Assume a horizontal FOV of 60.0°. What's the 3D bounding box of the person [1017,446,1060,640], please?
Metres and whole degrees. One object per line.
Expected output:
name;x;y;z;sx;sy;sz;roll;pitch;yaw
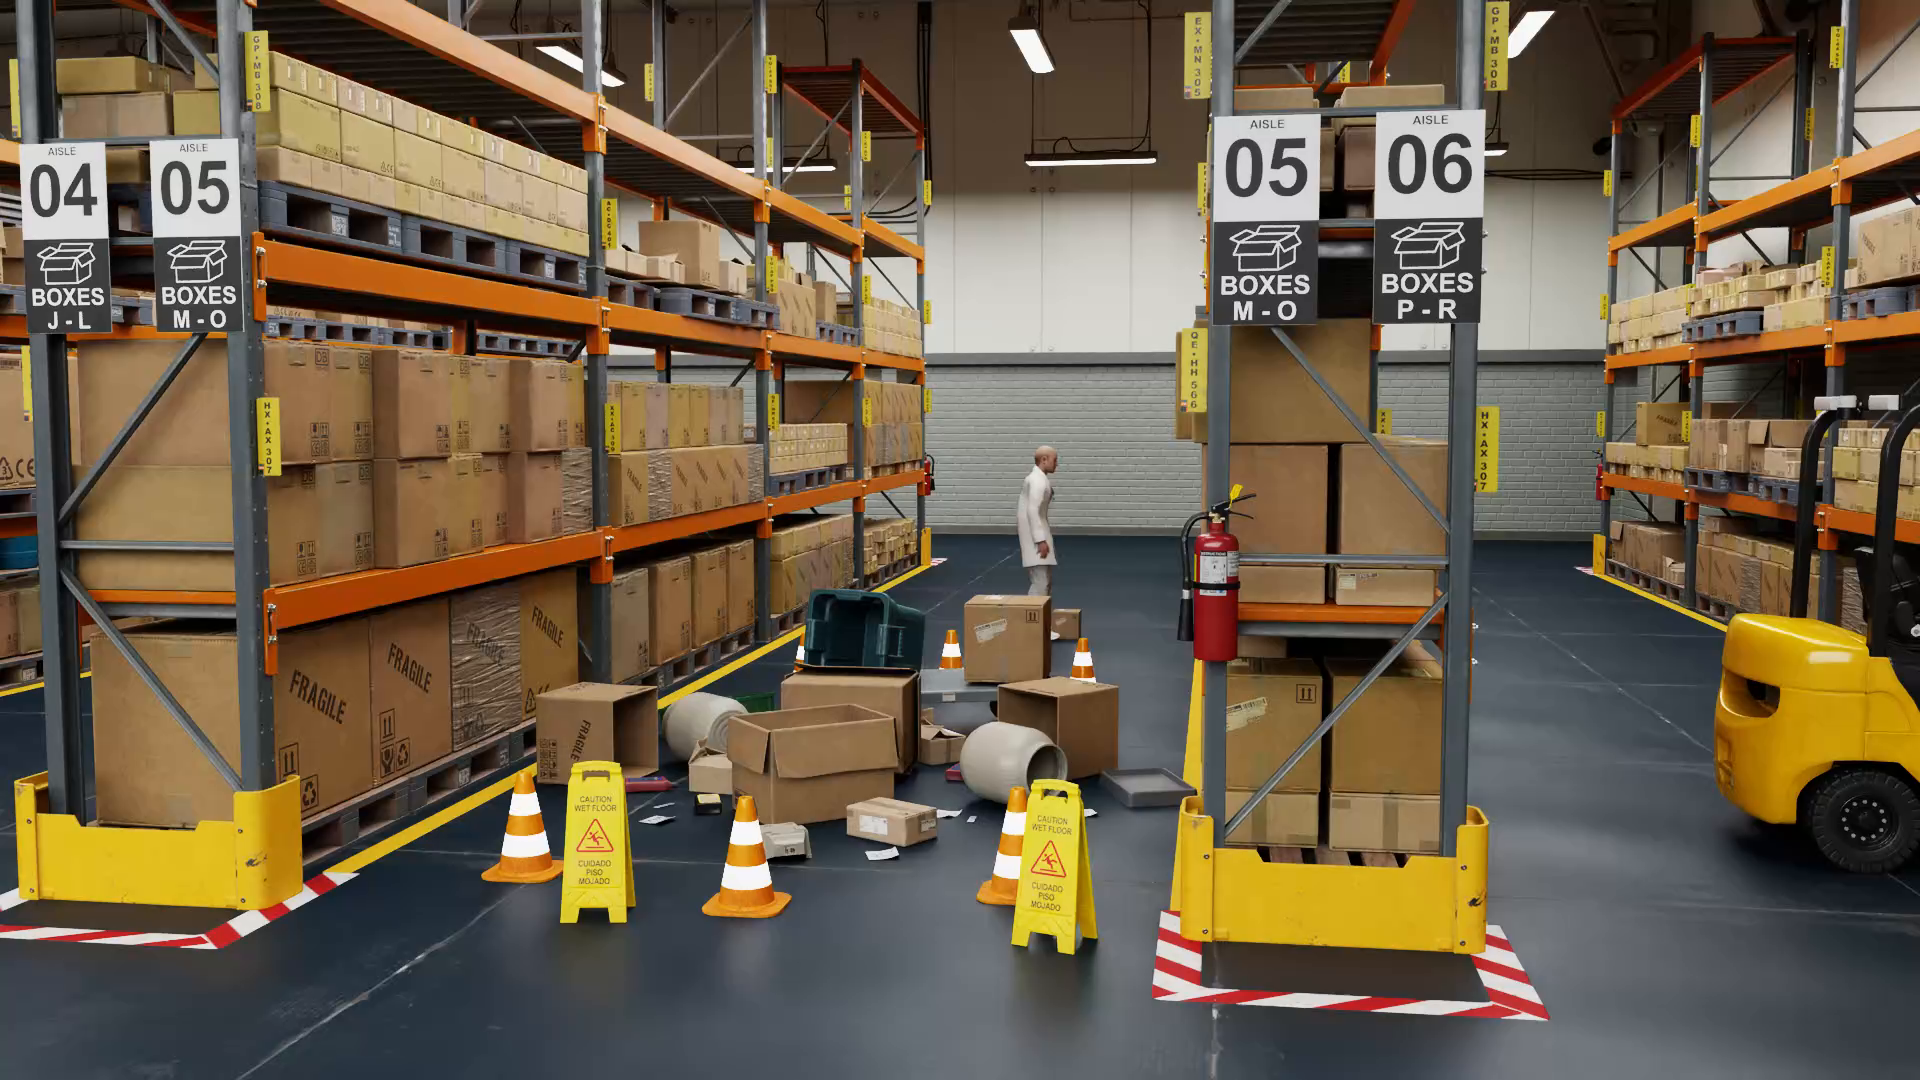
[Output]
person;0.740;0.016;15.381;0.429;1.773;0.650;0;4;5
